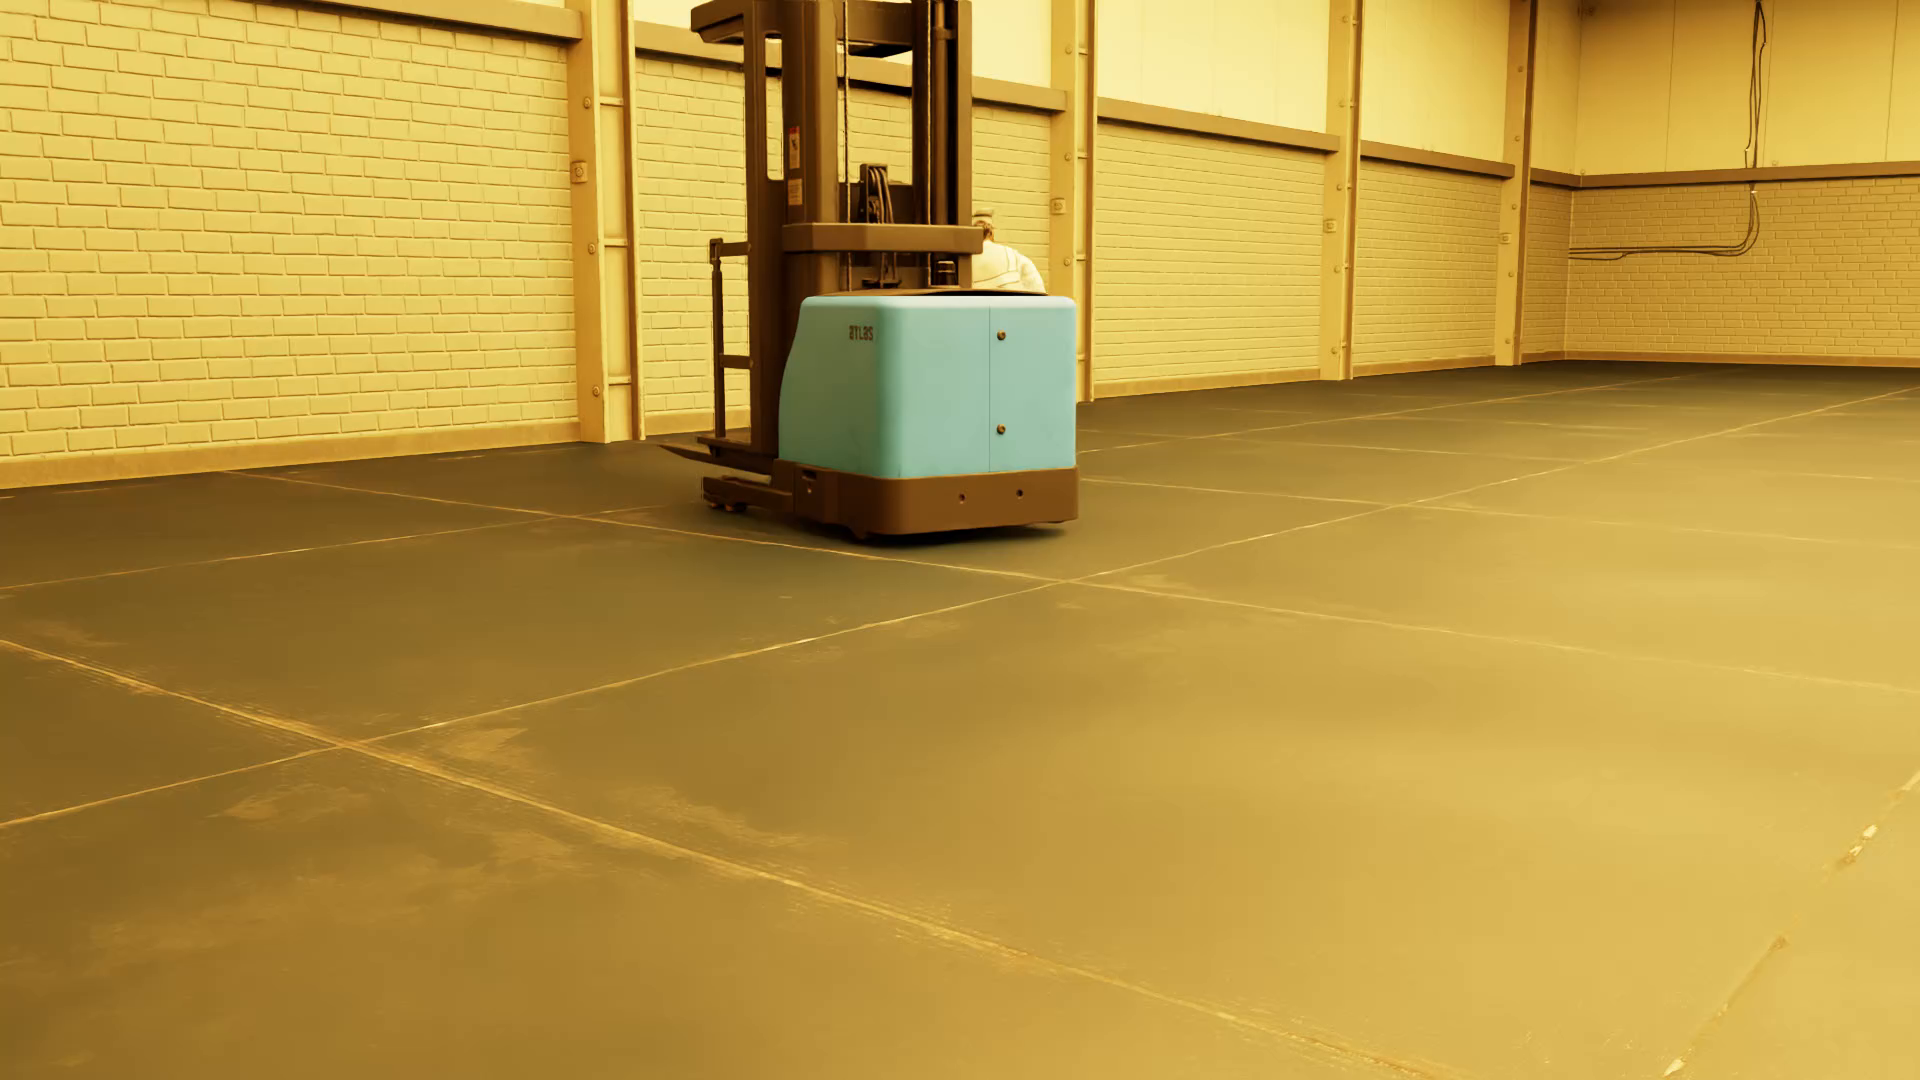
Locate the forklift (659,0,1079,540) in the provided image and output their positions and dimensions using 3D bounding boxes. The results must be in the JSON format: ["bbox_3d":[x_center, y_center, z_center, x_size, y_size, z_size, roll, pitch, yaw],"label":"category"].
[{"bbox_3d":[-0.662,-1.621,8.362,1.130,2.935,3.031,-5,10,-31],"label":"forklift"}]

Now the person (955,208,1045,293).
[{"bbox_3d":[0.132,-0.932,8.512,0.880,1.492,1.030,1,8,5],"label":"person"}]
